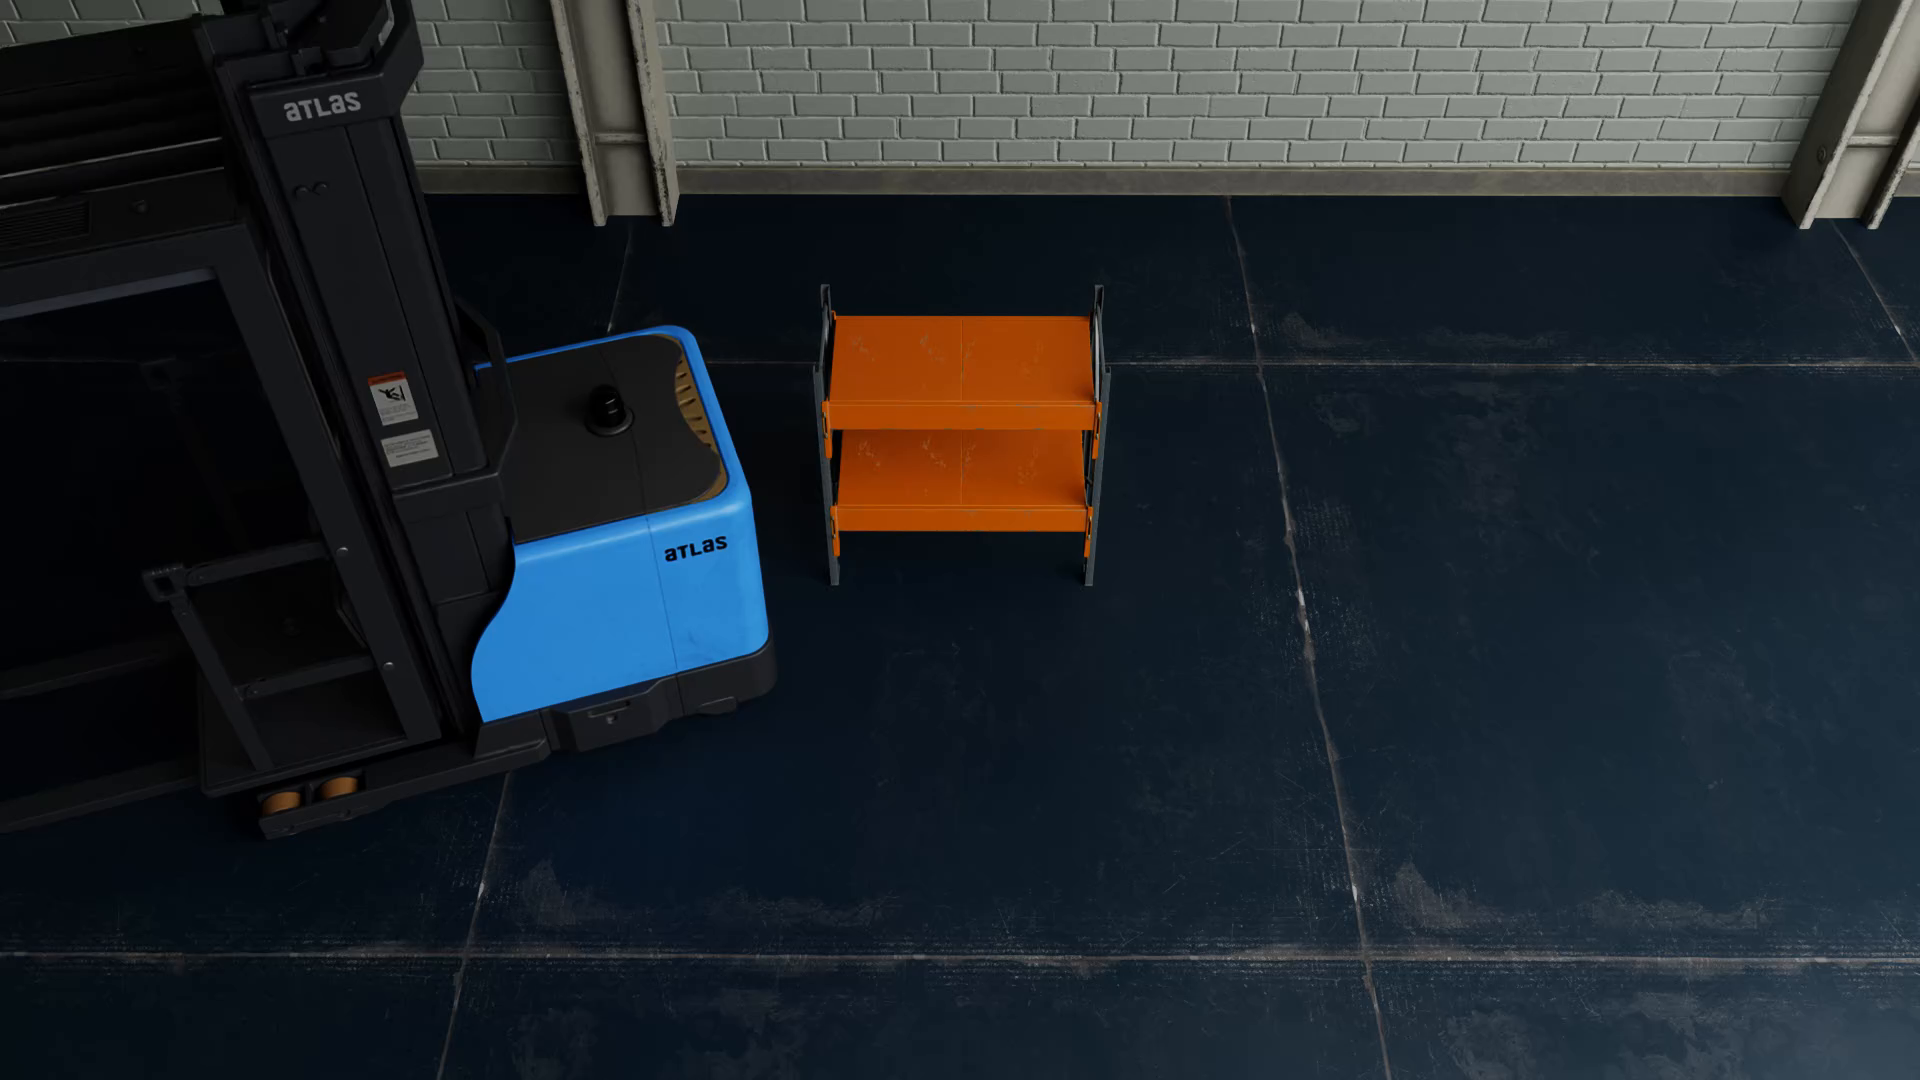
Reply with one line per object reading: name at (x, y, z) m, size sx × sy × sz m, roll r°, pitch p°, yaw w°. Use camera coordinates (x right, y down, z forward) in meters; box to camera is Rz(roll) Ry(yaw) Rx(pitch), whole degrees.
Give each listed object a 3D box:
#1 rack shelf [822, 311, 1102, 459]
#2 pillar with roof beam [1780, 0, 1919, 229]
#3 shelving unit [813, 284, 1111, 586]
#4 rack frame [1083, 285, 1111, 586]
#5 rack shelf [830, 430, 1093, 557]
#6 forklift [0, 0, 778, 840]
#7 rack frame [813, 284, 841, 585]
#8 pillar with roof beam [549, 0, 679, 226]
rack shelf at (0.007, -0.583, 6.205) m, size 1.000 × 0.278 × 0.538 m, roll 0°, pitch 47°, yaw 0°
pillar with roof beam at (4.355, -1.576, 2.150) m, size 0.400 × 9.000 × 9.100 m, roll 0°, pitch 47°, yaw 0°
shelving unit at (0.007, -0.383, 6.419) m, size 1.048 × 1.125 × 0.538 m, roll 0°, pitch 47°, yaw 0°
rack frame at (0.515, -0.382, 6.418) m, size 0.032 × 1.125 × 0.500 m, roll 0°, pitch 47°, yaw 0°
rack shelf at (0.007, -0.217, 6.598) m, size 1.000 × 0.278 × 0.538 m, roll 0°, pitch 47°, yaw 0°
forklift at (-2.260, -0.394, 5.196) m, size 3.031 × 2.935 × 1.130 m, roll -14°, pitch 49°, yaw -13°
rack frame at (-0.502, -0.385, 6.420) m, size 0.032 × 1.125 × 0.500 m, roll 0°, pitch 47°, yaw 0°
pillar with roof beam at (-1.645, -1.592, 2.165) m, size 0.400 × 9.000 × 9.100 m, roll 0°, pitch 47°, yaw 0°
